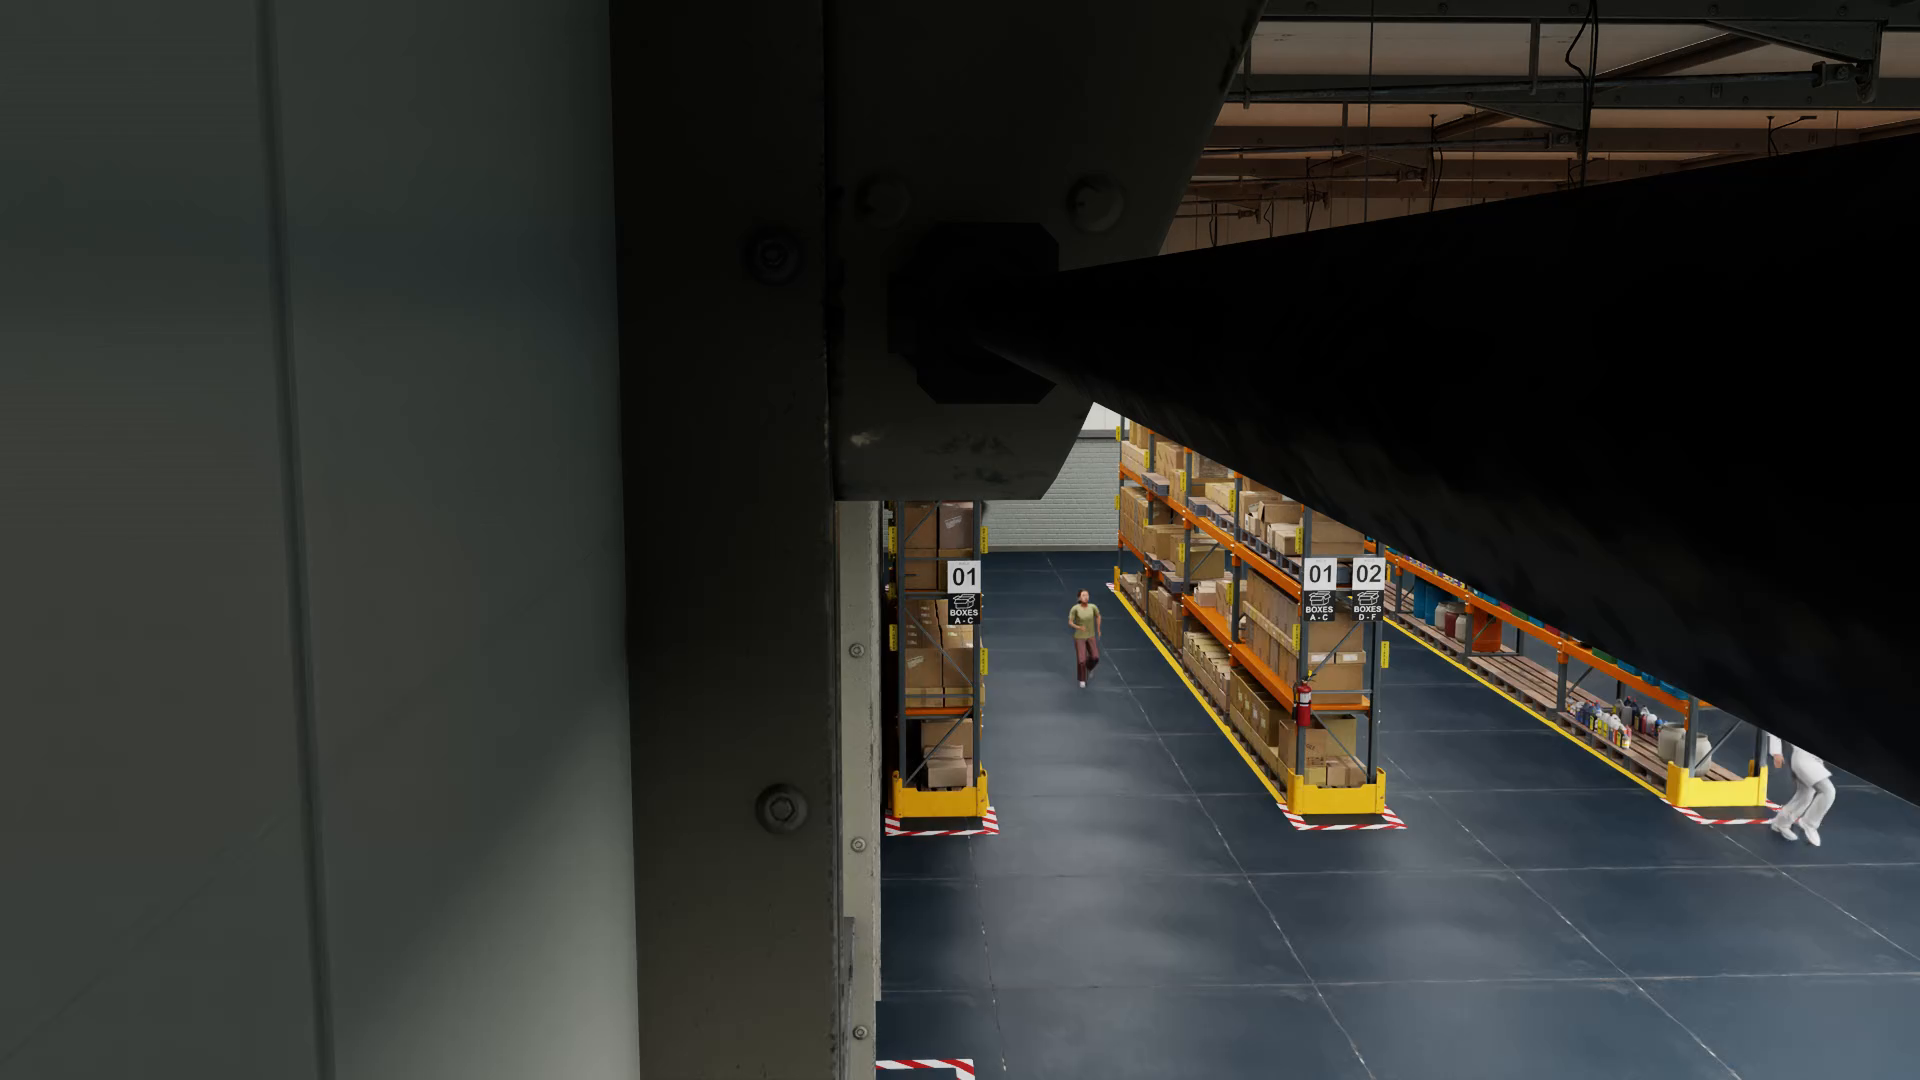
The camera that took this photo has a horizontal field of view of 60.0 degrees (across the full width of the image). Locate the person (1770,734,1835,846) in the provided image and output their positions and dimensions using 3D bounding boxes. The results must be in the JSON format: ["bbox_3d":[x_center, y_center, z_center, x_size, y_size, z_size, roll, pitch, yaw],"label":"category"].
[{"bbox_3d":[9.961,2.664,19.538,0.740,1.758,0.706,-7,11,-39],"label":"person"}]

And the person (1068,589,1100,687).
[{"bbox_3d":[2.072,1.614,27.314,0.589,1.633,0.562,-2,8,-12],"label":"person"}]
